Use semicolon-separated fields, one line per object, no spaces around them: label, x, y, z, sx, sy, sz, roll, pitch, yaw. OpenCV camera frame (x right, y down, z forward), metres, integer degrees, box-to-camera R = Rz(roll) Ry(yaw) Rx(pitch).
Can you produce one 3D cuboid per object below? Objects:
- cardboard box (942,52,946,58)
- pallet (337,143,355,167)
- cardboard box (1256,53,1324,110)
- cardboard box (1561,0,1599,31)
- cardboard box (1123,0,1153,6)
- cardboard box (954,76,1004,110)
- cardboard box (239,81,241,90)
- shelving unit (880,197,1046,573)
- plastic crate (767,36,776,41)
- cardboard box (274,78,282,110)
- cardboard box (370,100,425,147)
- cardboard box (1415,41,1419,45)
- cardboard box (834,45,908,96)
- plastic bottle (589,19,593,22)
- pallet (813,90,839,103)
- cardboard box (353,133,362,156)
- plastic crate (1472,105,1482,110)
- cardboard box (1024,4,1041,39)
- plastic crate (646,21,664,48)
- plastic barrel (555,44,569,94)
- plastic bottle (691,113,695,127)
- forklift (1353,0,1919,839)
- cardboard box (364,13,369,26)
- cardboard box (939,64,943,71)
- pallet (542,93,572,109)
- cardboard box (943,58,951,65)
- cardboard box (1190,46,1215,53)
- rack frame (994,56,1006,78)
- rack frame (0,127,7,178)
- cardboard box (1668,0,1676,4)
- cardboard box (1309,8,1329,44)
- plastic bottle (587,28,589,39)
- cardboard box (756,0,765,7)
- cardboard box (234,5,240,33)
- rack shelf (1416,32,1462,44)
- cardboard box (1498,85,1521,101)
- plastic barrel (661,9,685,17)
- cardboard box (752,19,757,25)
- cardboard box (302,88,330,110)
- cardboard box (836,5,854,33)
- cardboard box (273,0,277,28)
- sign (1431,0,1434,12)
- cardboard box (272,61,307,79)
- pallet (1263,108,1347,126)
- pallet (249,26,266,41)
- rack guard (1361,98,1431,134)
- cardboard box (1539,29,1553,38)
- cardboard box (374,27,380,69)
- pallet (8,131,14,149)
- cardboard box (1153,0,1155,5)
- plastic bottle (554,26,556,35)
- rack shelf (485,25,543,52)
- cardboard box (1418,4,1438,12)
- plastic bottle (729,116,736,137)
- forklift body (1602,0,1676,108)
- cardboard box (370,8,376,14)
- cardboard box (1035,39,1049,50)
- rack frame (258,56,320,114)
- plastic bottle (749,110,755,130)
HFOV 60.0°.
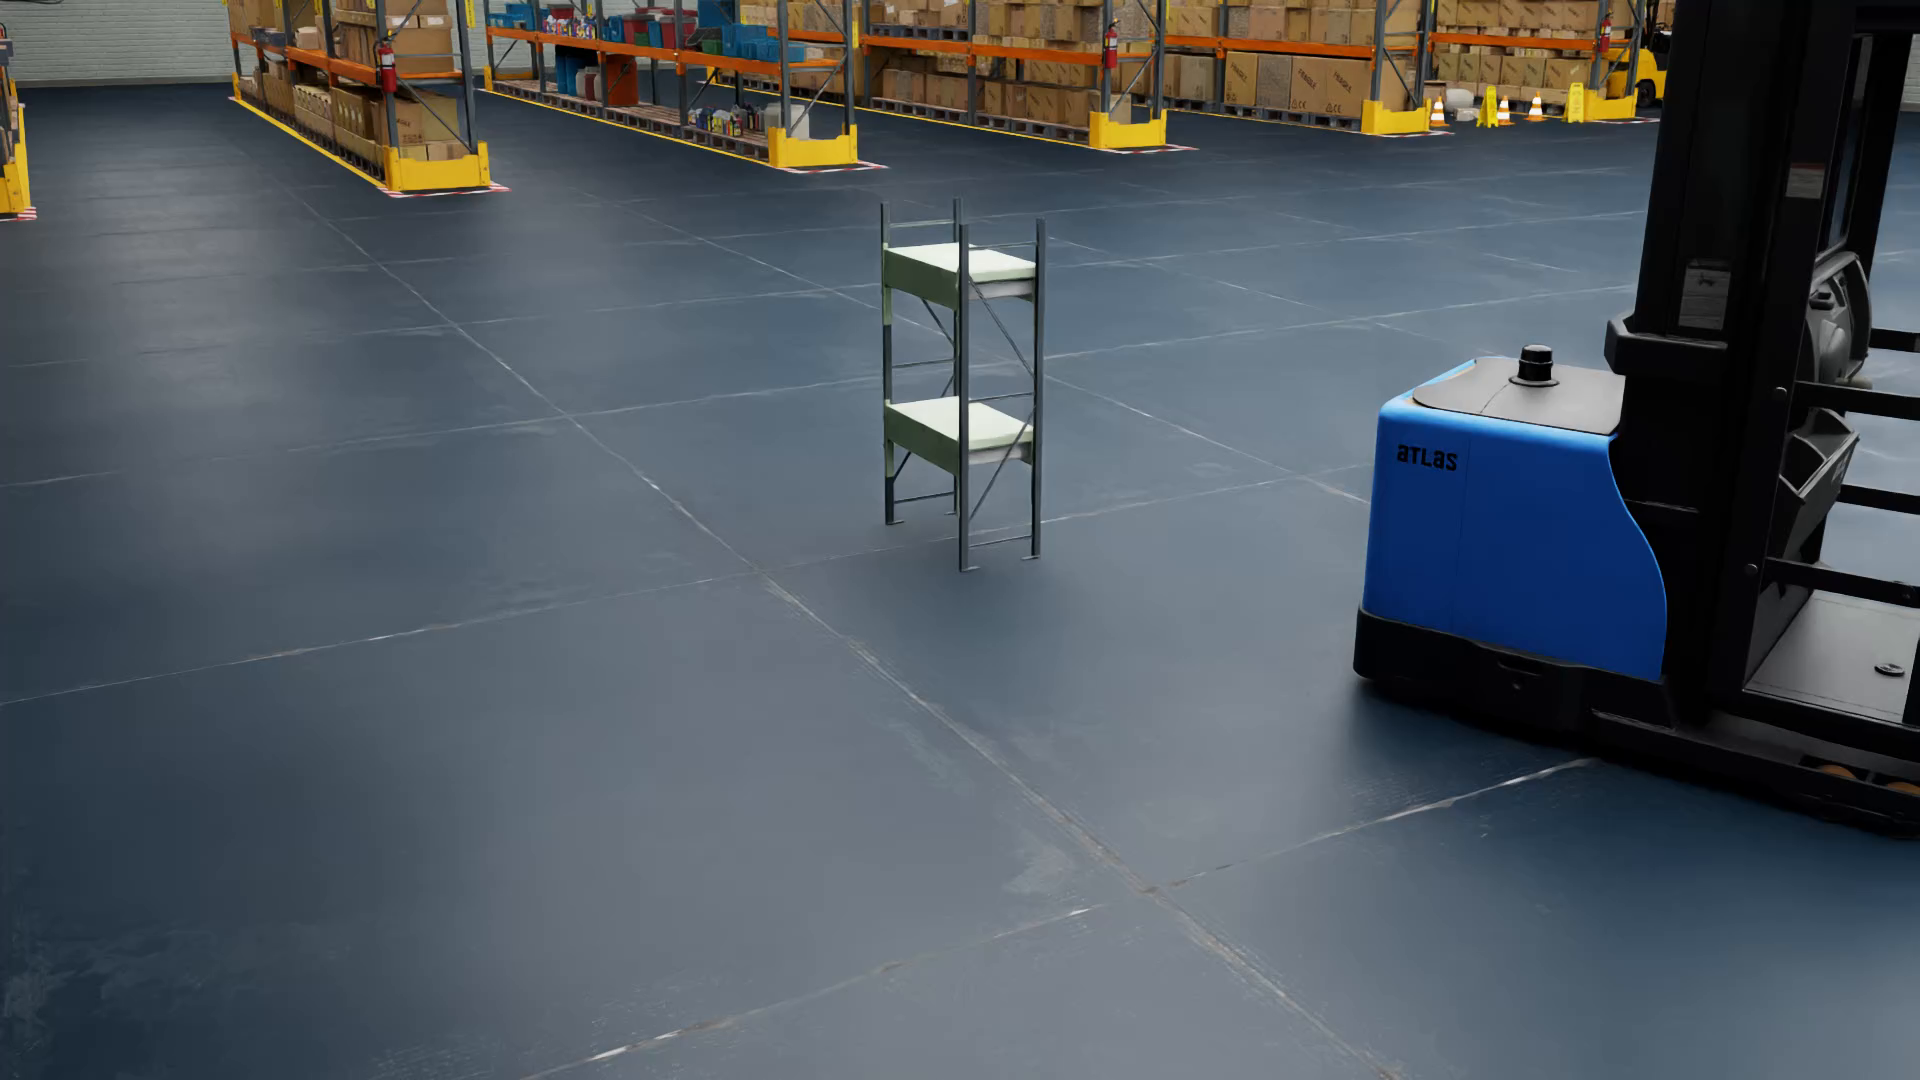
cardboard box;-0.187;-11.144;38.144;0.380;0.149;0.250;-9;21;-25
pallet;-7.788;-5.237;22.485;1.003;0.211;1.213;-10;21;-27
cardboard box;5.673;-7.807;28.272;0.875;0.875;0.875;-10;21;-26
cardboard box;10.712;-9.011;28.538;0.500;0.500;0.500;-10;22;-28
cardboard box;2.469;-8.036;24.178;0.500;0.500;0.500;-10;21;-27
cardboard box;0.318;-7.529;28.010;0.700;0.500;0.500;-12;22;-31
cardboard box;-13.812;-8.858;32.373;0.380;0.166;0.250;-10;21;-27
shelving unit;0.003;-0.707;7.381;0.431;1.500;0.755;-10;21;-27
plastic crate;-3.003;-7.210;24.156;0.499;0.251;0.616;-10;21;-27
cardboard box;-11.179;-7.495;27.911;0.500;0.500;0.500;-11;22;-29
cardboard box;-6.746;-5.003;19.953;0.500;0.500;0.500;-10;21;-27
cardboard box;10.717;-11.588;38.808;0.380;0.149;0.250;-11;22;-29
cardboard box;-1.618;-8.867;31.343;1.225;0.875;0.875;-11;22;-29
plastic bottle;-6.783;-9.454;30.629;0.097;0.271;0.097;0;19;0
pallet;-2.192;-8.741;32.640;1.003;0.211;1.213;-10;21;-27
cardboard box;-7.467;-5.077;21.319;0.500;0.250;0.500;-10;21;-27
plastic crate;9.336;-7.900;30.404;0.583;0.080;0.402;16;25;39
cardboard box;1.484;-7.946;25.450;0.875;0.500;0.500;-10;21;-27
plastic crate;-4.565;-7.817;25.711;0.392;0.384;0.575;-10;21;-27
plastic barrel;-7.323;-8.900;31.400;0.600;0.901;0.708;-10;21;-27
plastic bottle;-3.954;-6.253;24.769;0.097;0.201;0.097;0;19;0
forklift;2.916;-0.680;5.109;3.031;2.935;1.130;14;23;34
cardboard box;-7.068;-6.372;20.351;0.380;0.149;0.250;-9;21;-25
cardboard box;-0.382;-10.935;38.450;0.380;0.149;0.250;-10;21;-26
pallet;-7.237;-8.307;31.380;1.003;0.211;1.213;-10;21;-27
cardboard box;-0.161;-11.013;38.219;0.380;0.149;0.250;-11;22;-29
cardboard box;5.878;-11.183;38.056;0.875;0.875;0.875;-9;21;-25
rack frame;1.205;-11.359;35.952;1.000;3.000;0.127;-10;21;-27
rack frame;-10.587;-4.873;17.156;1.000;3.000;0.127;-10;21;-27
cardboard box;14.047;-10.547;32.452;0.380;0.149;0.250;-10;22;-27
cardboard box;6.252;-8.419;27.203;0.875;0.550;0.550;-10;21;-27
plastic bottle;-6.383;-8.763;28.732;0.097;0.201;0.097;0;19;0
cardboard box;-3.896;-11.279;34.344;0.500;0.500;0.500;-10;21;-26
cardboard box;-13.363;-9.822;31.344;0.500;0.500;0.500;-10;21;-27
rack shelf;8.363;-10.092;33.384;1.077;0.370;4.000;-10;21;-27
cardboard box;10.099;-8.098;30.074;0.500;0.250;0.500;-11;22;-29
plastic barrel;-4.583;-8.264;26.773;0.433;0.535;0.433;0;19;0
cardboard box;-4.130;-10.833;34.813;0.380;0.149;0.250;-10;21;-26
cardboard box;-9.541;-6.610;24.900;0.500;0.311;0.500;-11;22;-28
cardboard box;-1.992;-9.766;31.182;0.500;0.500;0.500;-10;22;-27
cardboard box;-11.034;-8.835;27.839;0.700;0.500;0.500;-17;25;-40
sign;7.395;-8.445;26.059;0.100;0.325;0.005;-10;21;-27
cardboard box;-11.199;-7.860;27.819;0.500;0.250;0.500;-10;22;-28
pallet;5.880;-7.163;28.067;1.003;0.211;1.213;-10;21;-27
pallet;-11.644;-8.749;28.683;1.003;0.211;1.213;-10;21;-27
rack guard;6.915;-6.726;26.356;1.175;0.500;0.348;-10;21;-27
cardboard box;10.376;-8.867;29.115;0.380;0.149;0.250;-10;21;-26
cardboard box;-6.693;-5.975;20.195;0.700;0.500;0.500;-9;21;-25
pallet;-14.016;-5.627;23.615;1.003;0.211;1.213;-10;21;-27
cardboard box;3.796;-10.308;31.221;0.700;0.500;0.500;-10;22;-27
plastic bottle;-7.385;-9.368;30.487;0.097;0.201;0.097;0;19;0
rack shelf;-8.516;-10.087;33.367;1.077;0.370;4.000;-10;21;-27
cardboard box;8.891;-10.342;31.750;0.500;0.500;0.500;-10;22;-28
plastic bottle;-3.198;-5.822;23.394;0.061;0.283;0.133;-9;21;-25
forklift body;13.073;-9.341;31.403;2.313;2.155;1.214;-10;21;-27
cardboard box;-6.719;-6.604;20.028;0.700;0.500;0.500;-11;22;-28
cardboard box;1.369;-7.520;25.212;0.380;0.149;0.250;-10;21;-27
rack frame;-11.928;-9.086;29.366;1.000;3.000;0.127;-10;21;-27
plastic bottle;-3.042;-6.169;24.400;0.061;0.283;0.133;-10;21;-27
